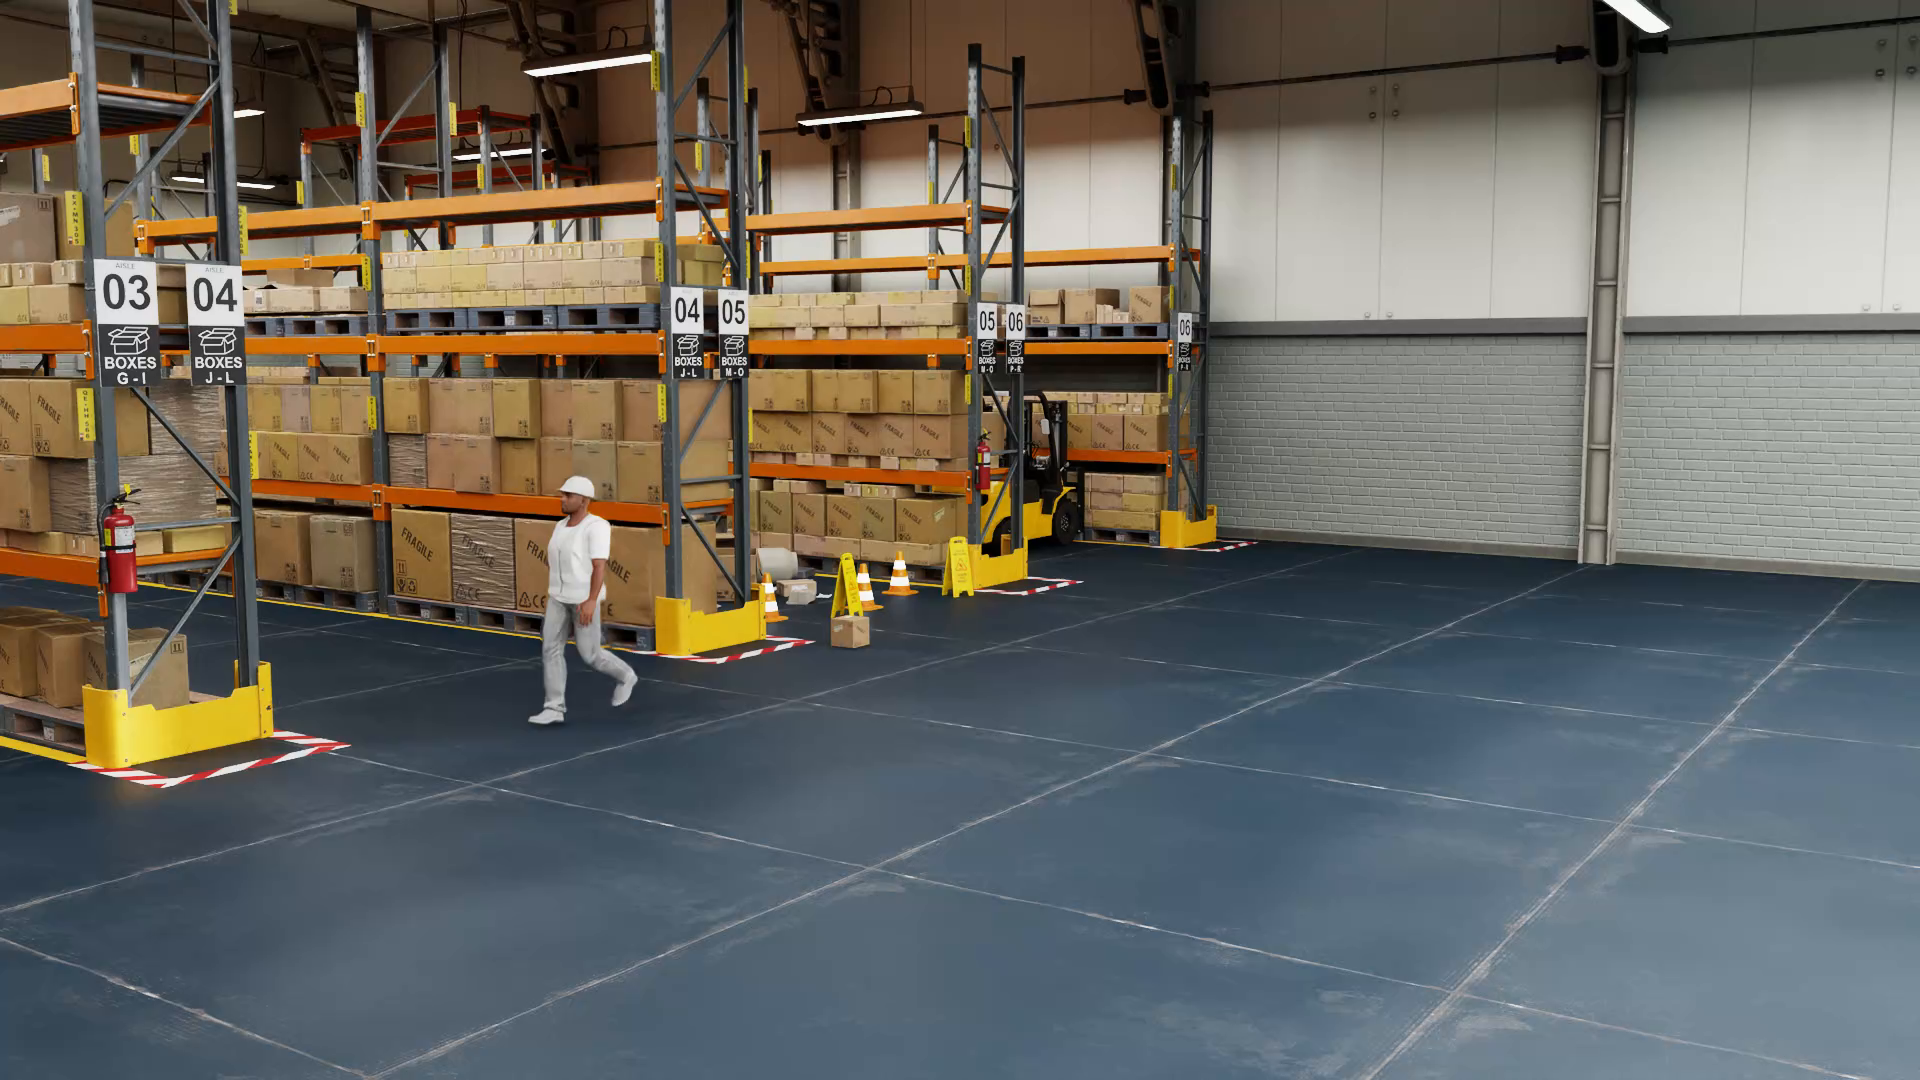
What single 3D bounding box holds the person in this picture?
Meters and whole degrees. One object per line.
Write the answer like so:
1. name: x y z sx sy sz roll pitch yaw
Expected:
1. person: -2.711 0.415 11.861 0.553 1.740 0.894 4 7 31
